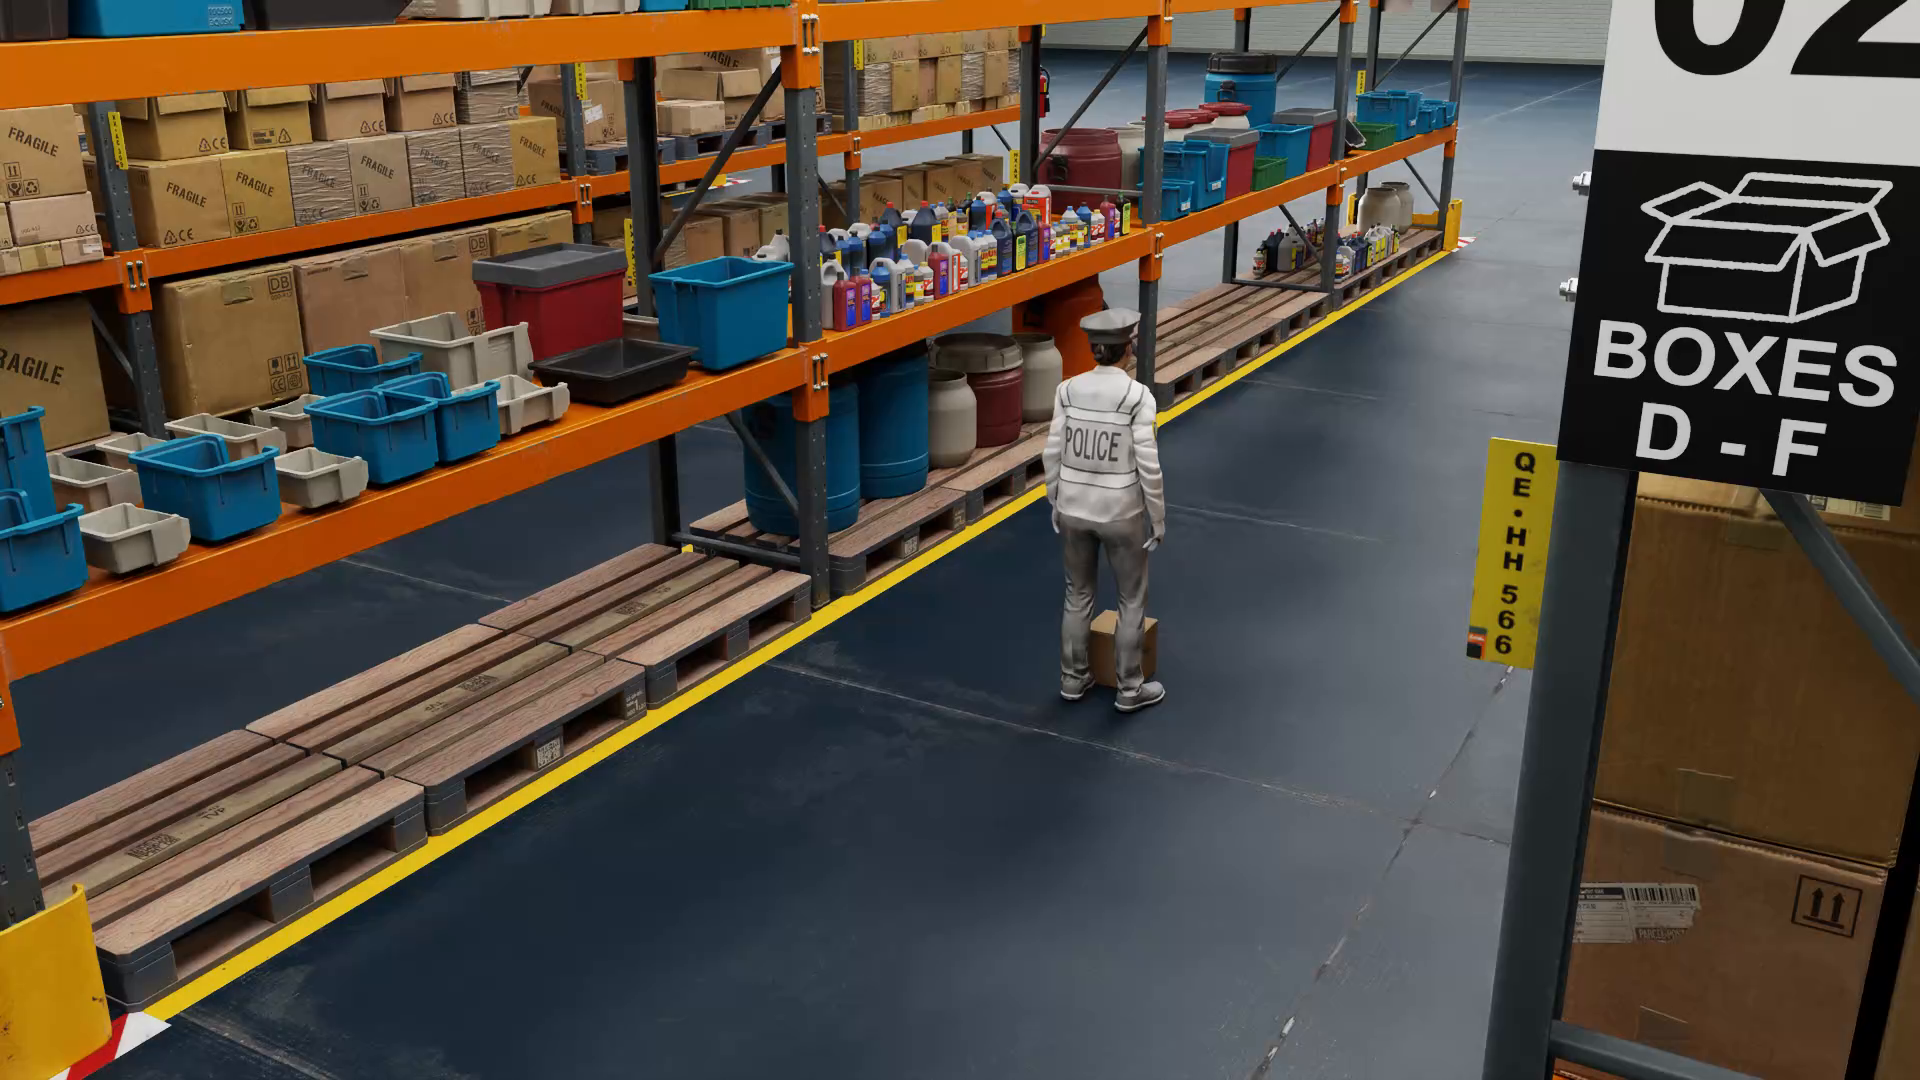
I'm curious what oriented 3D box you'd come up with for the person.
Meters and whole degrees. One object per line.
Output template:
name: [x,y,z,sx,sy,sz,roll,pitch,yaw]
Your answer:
person: [0.598,-0.108,6.868,0.526,1.663,0.374,10,22,27]
